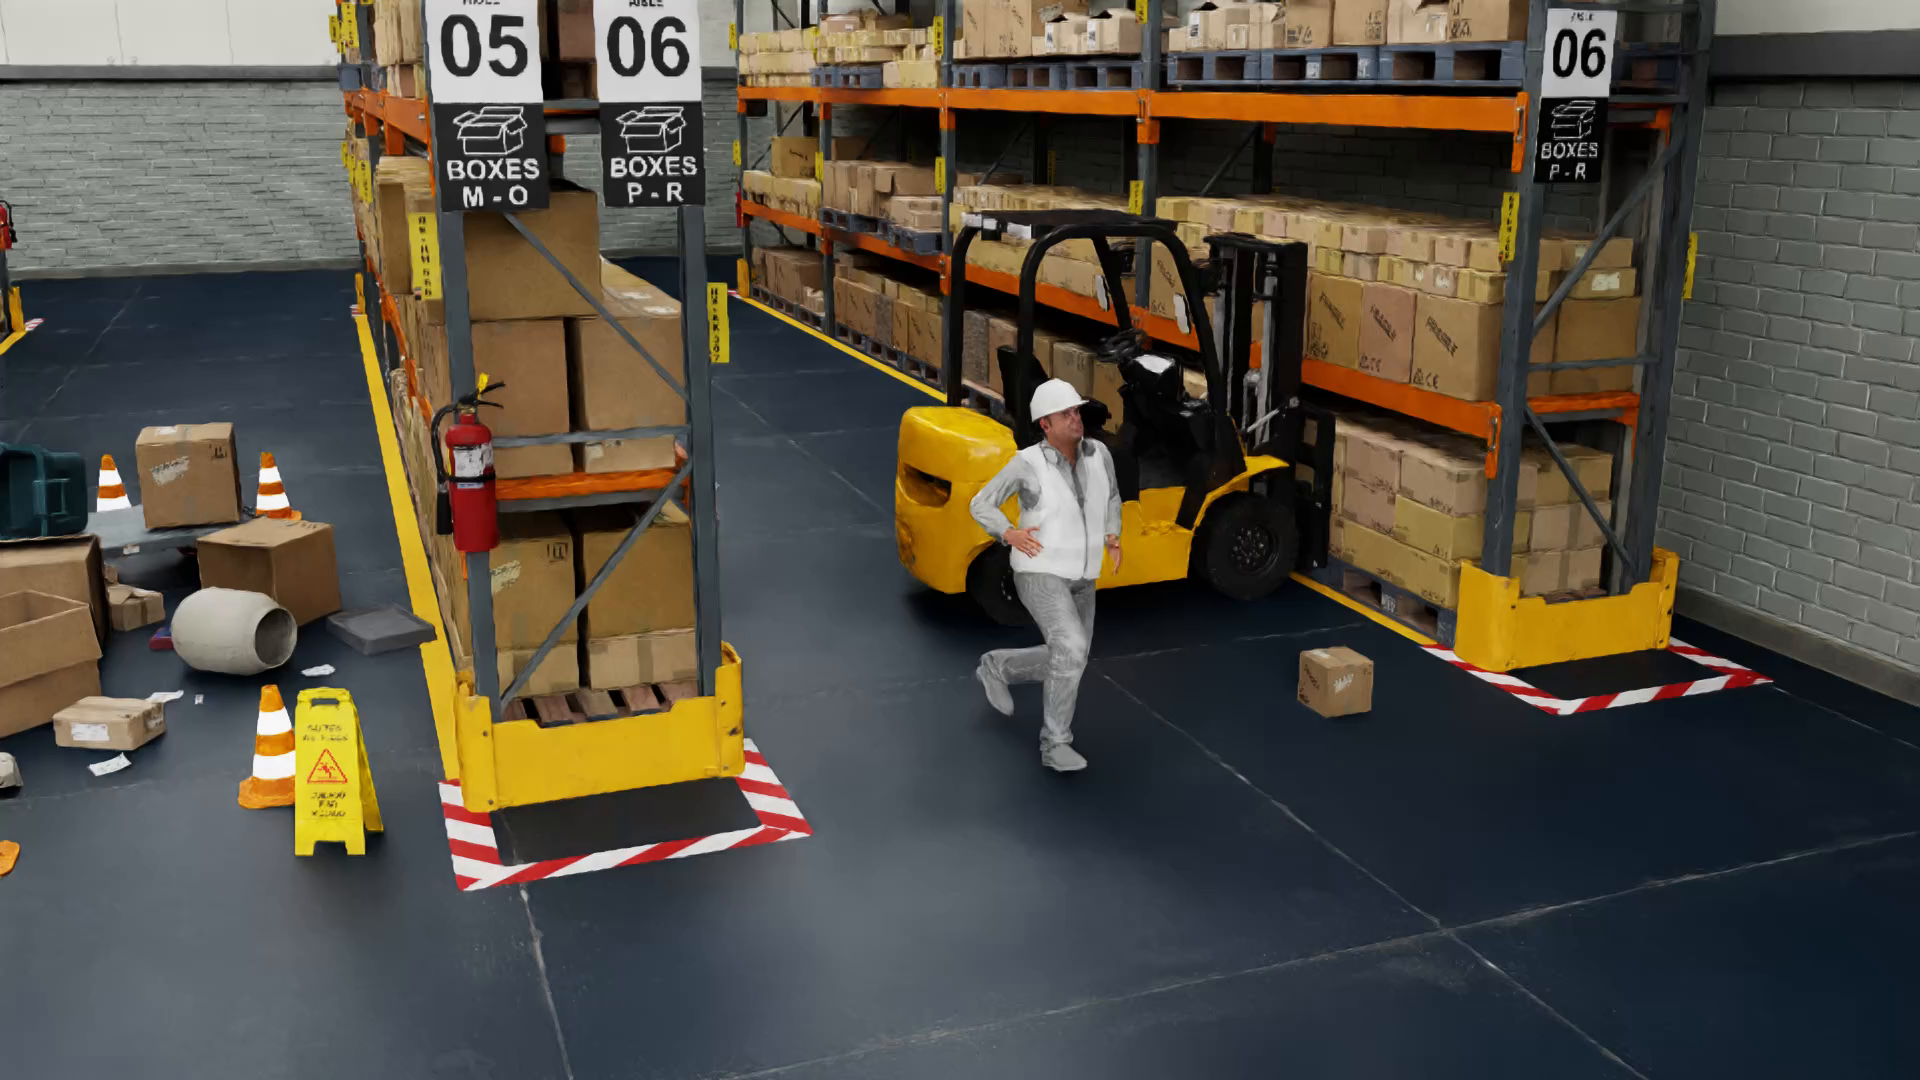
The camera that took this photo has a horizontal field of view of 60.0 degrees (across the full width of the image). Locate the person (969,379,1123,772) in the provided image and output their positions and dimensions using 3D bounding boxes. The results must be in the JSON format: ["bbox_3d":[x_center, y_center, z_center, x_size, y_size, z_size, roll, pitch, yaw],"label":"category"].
[{"bbox_3d":[0.430,0.103,7.366,0.727,1.633,0.937,-14,21,-41],"label":"person"}]
